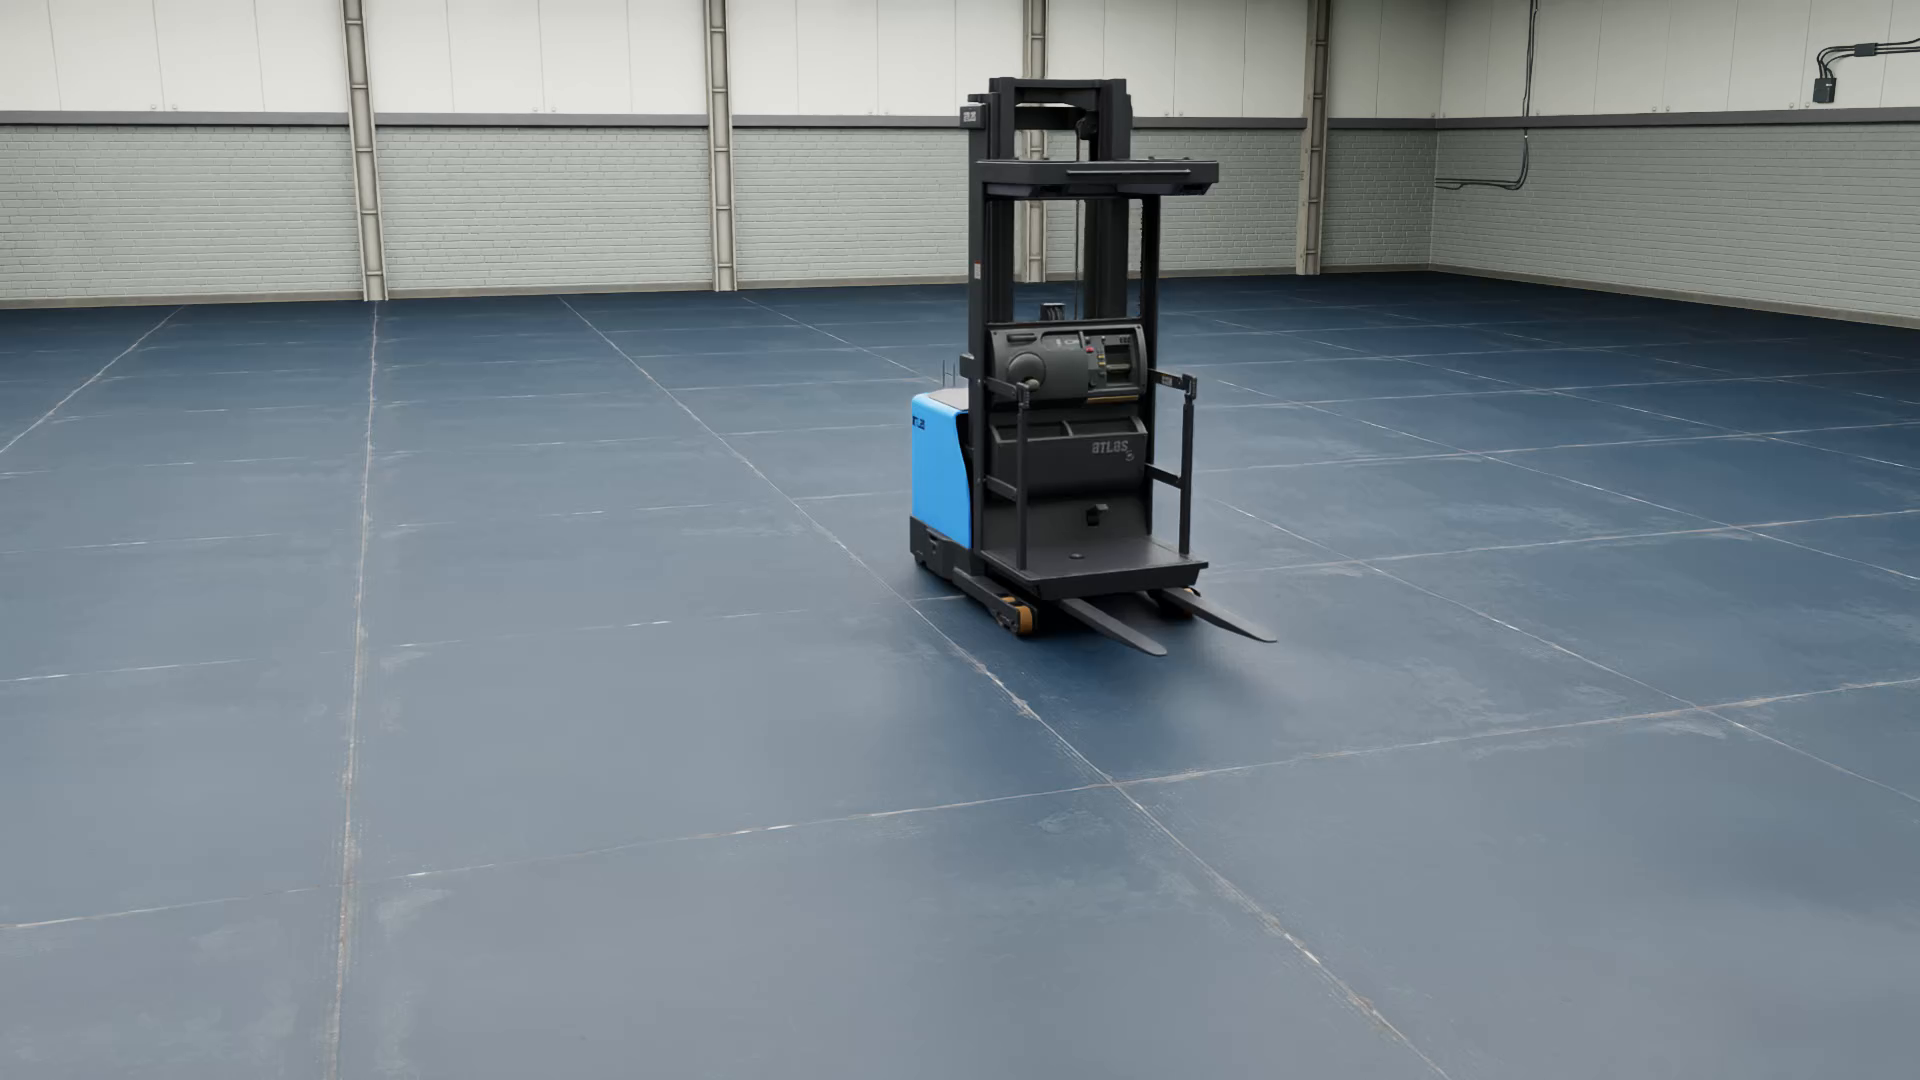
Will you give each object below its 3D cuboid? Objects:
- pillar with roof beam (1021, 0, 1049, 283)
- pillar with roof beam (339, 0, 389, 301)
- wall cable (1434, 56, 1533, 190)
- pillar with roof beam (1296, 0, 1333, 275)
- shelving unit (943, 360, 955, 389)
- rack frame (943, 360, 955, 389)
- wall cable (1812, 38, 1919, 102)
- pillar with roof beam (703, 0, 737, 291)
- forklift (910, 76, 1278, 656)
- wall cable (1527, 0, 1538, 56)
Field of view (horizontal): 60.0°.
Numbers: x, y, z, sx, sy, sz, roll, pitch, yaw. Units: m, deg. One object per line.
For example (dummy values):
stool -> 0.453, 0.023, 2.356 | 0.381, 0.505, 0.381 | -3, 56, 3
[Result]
pillar with roof beam -> 2.784, -8.420, 27.093 | 0.400, 9.000, 9.100 | -4, 14, -18
pillar with roof beam -> -8.589, -7.534, 23.370 | 0.400, 9.000, 9.100 | -4, 14, -18
wall cable -> 10.312, -8.223, 32.978 | 0.112, 2.526, 3.097 | -4, 14, -18
pillar with roof beam -> 8.471, -8.862, 28.955 | 0.400, 9.000, 9.100 | -4, 14, -18
shelving unit -> 0.014, -0.585, 11.008 | 0.189, 1.200, 0.258 | -4, 14, -18
rack frame -> -0.073, -0.578, 10.980 | 0.006, 1.200, 0.240 | -4, 14, -18
wall cable -> 13.324, -9.305, 23.467 | 0.169, 6.003, 2.305 | -4, 14, -18
pillar with roof beam -> -2.903, -7.977, 25.231 | 0.400, 9.000, 9.100 | -4, 14, -18
forklift -> 0.692, -1.017, 9.085 | 1.130, 2.935, 3.031 | -5, 14, -21
wall cable -> 11.174, -10.087, 29.900 | 0.112, 2.526, 3.097 | -4, 14, -18
